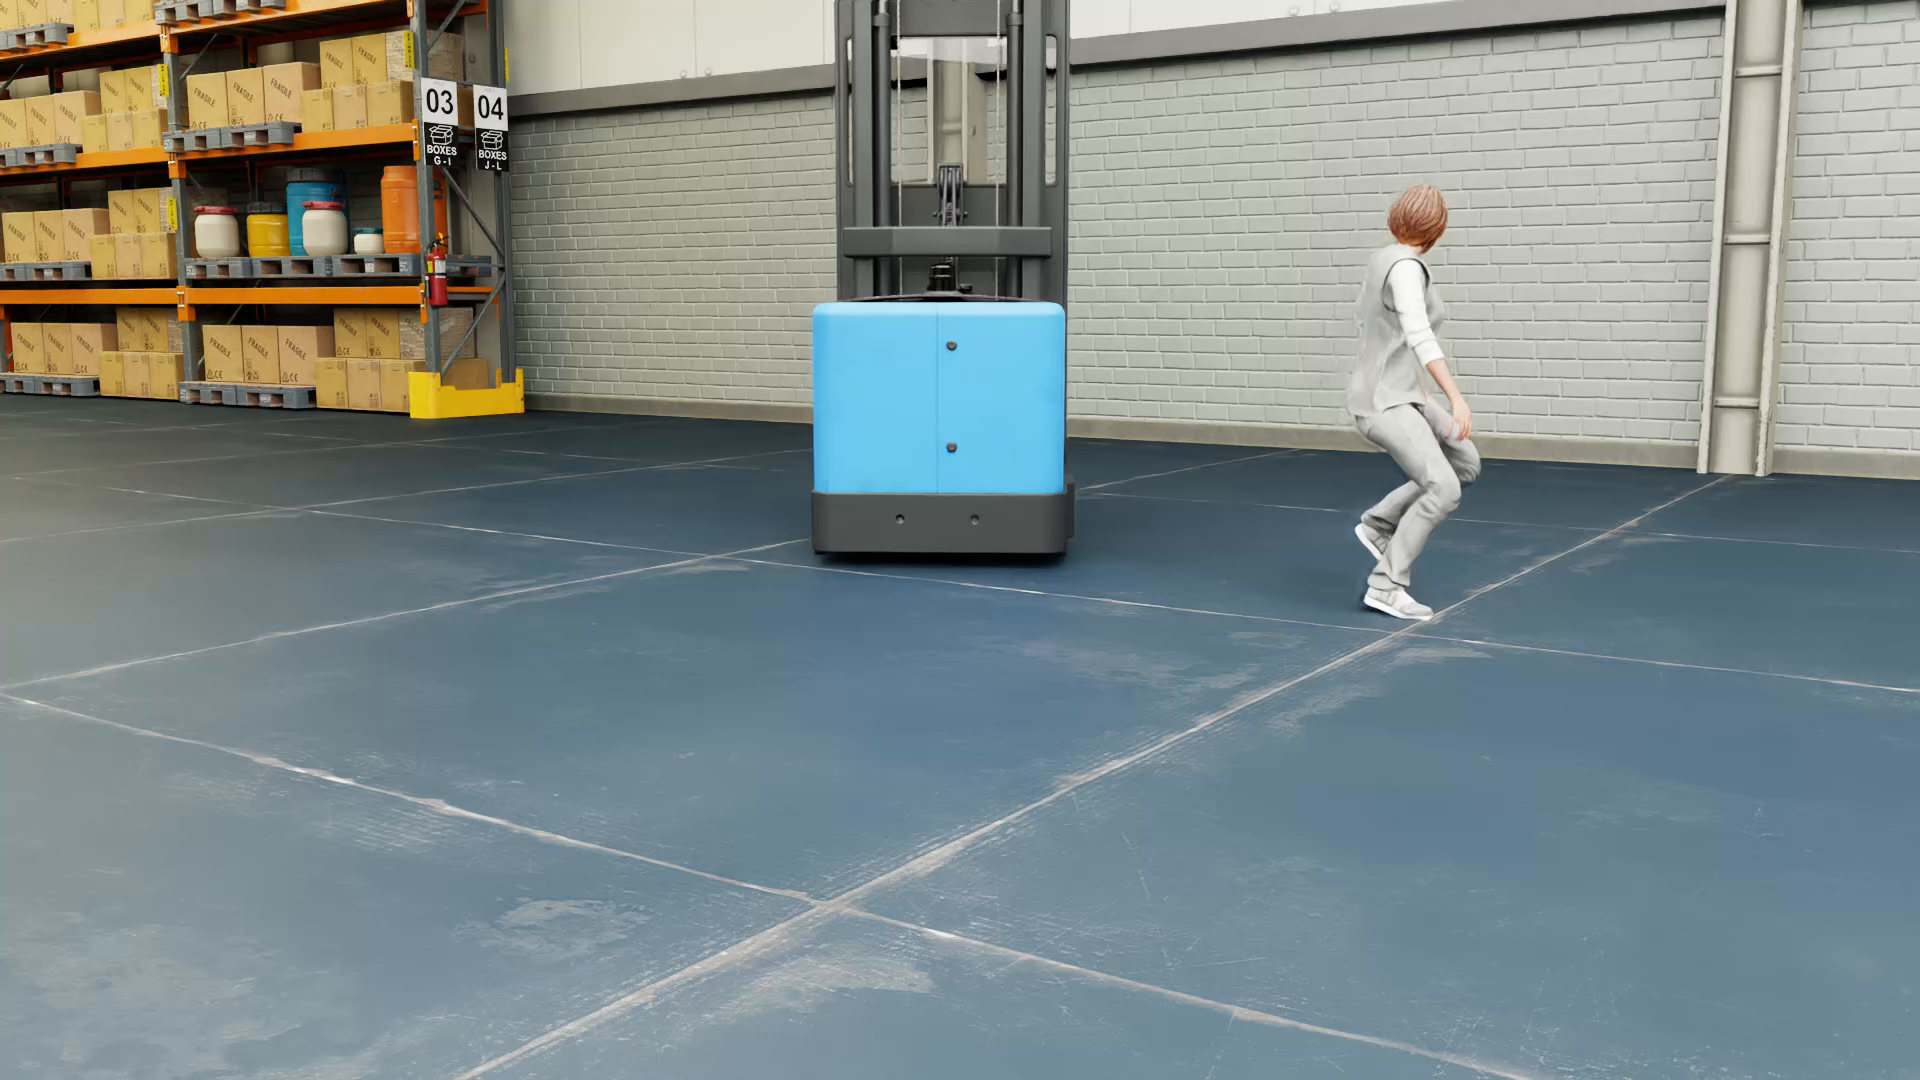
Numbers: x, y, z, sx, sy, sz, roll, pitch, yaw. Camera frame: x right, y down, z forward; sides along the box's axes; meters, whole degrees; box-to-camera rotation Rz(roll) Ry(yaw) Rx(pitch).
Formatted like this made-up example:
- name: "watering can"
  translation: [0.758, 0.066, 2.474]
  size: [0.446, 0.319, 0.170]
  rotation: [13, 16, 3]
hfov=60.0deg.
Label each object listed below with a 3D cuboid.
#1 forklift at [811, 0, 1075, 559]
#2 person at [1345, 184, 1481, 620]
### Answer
- name: "forklift"
  translation: [-0.023, -1.542, 8.034]
  size: [1.130, 2.935, 3.031]
  rotation: [0, 8, 3]
- name: "person"
  translation: [1.587, -0.482, 5.856]
  size: [0.474, 1.483, 0.742]
  rotation: [3, 9, 20]
